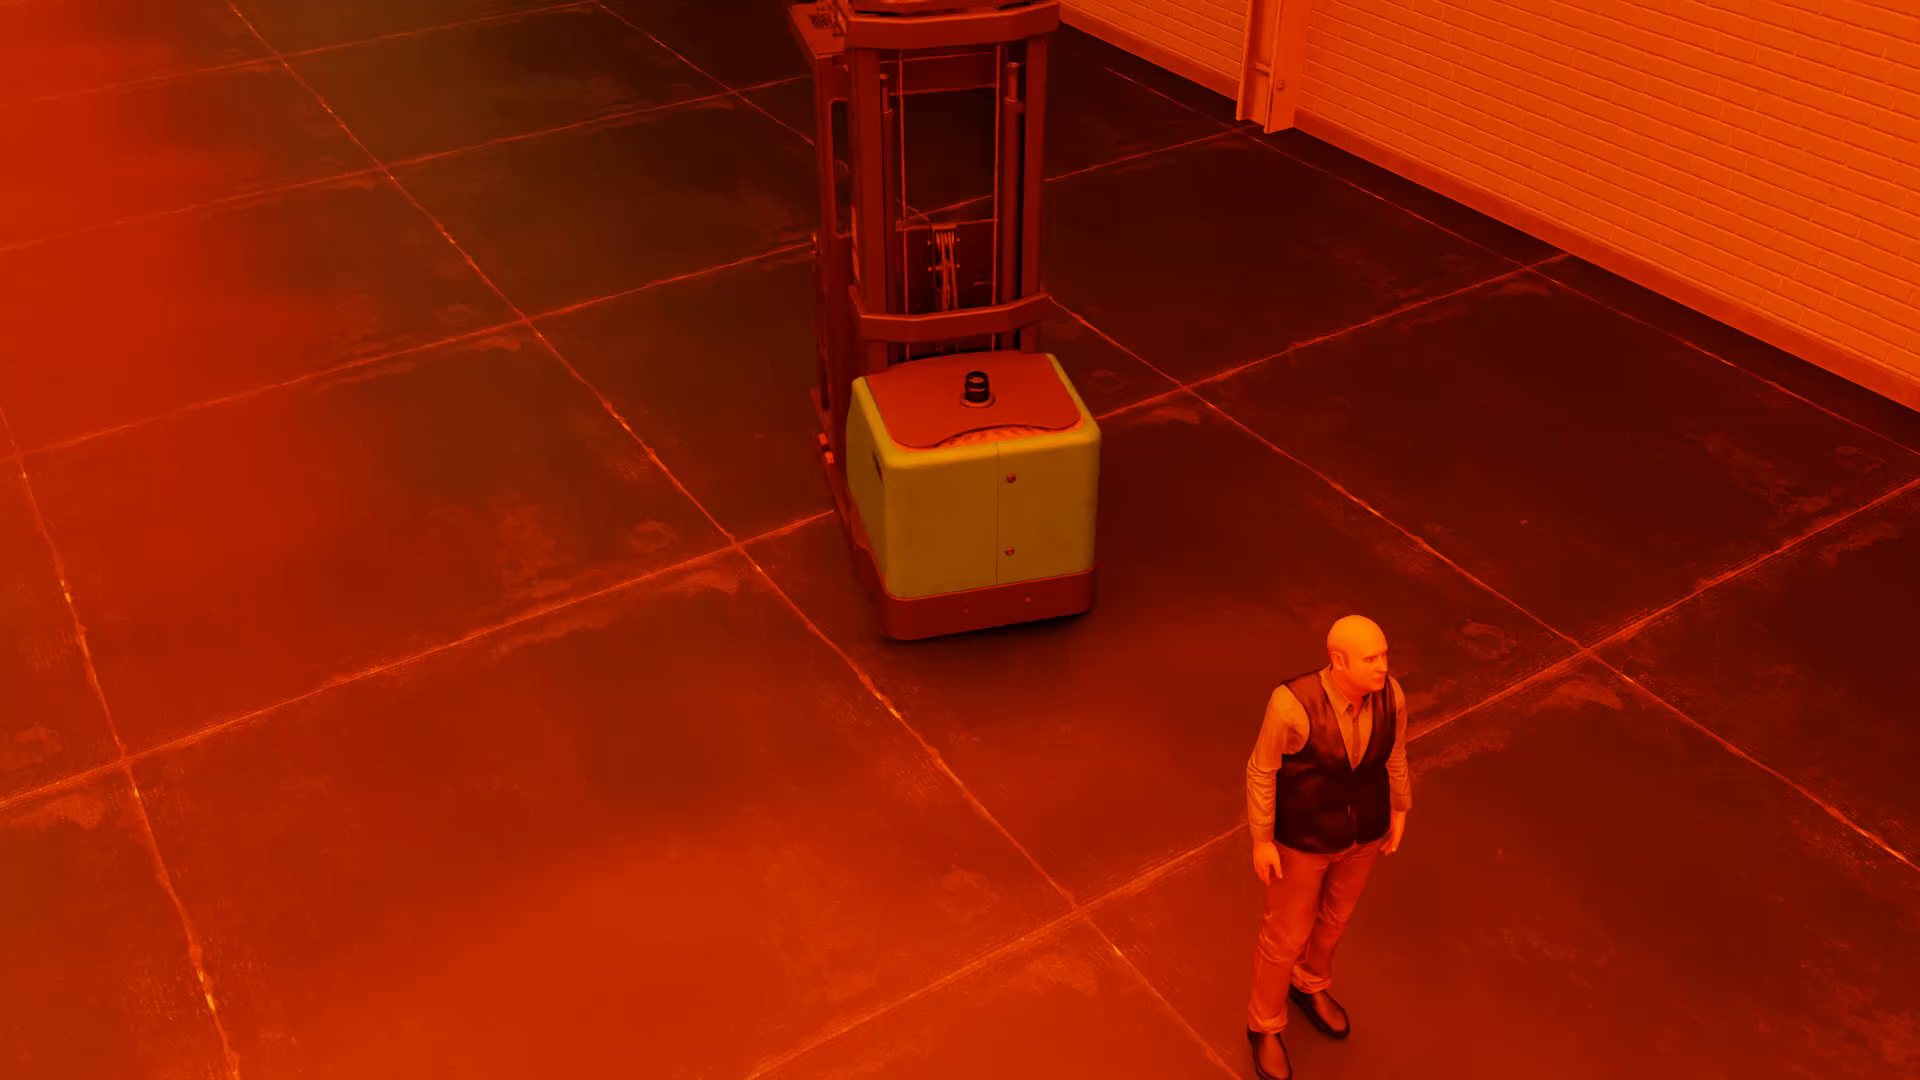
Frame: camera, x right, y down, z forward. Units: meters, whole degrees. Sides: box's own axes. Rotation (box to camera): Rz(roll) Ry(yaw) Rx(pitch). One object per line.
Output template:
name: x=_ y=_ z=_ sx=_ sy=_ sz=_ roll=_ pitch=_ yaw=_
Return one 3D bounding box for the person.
person: x=1.288 y=1.042 z=5.705 sx=0.631 sy=1.720 sz=0.568 roll=-13 pitch=37 yaw=-17

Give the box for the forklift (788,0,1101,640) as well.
forklift: x=-0.200 y=-1.568 z=8.379 sx=1.130 sy=2.935 sz=3.031 roll=-8 pitch=36 yaw=-12
